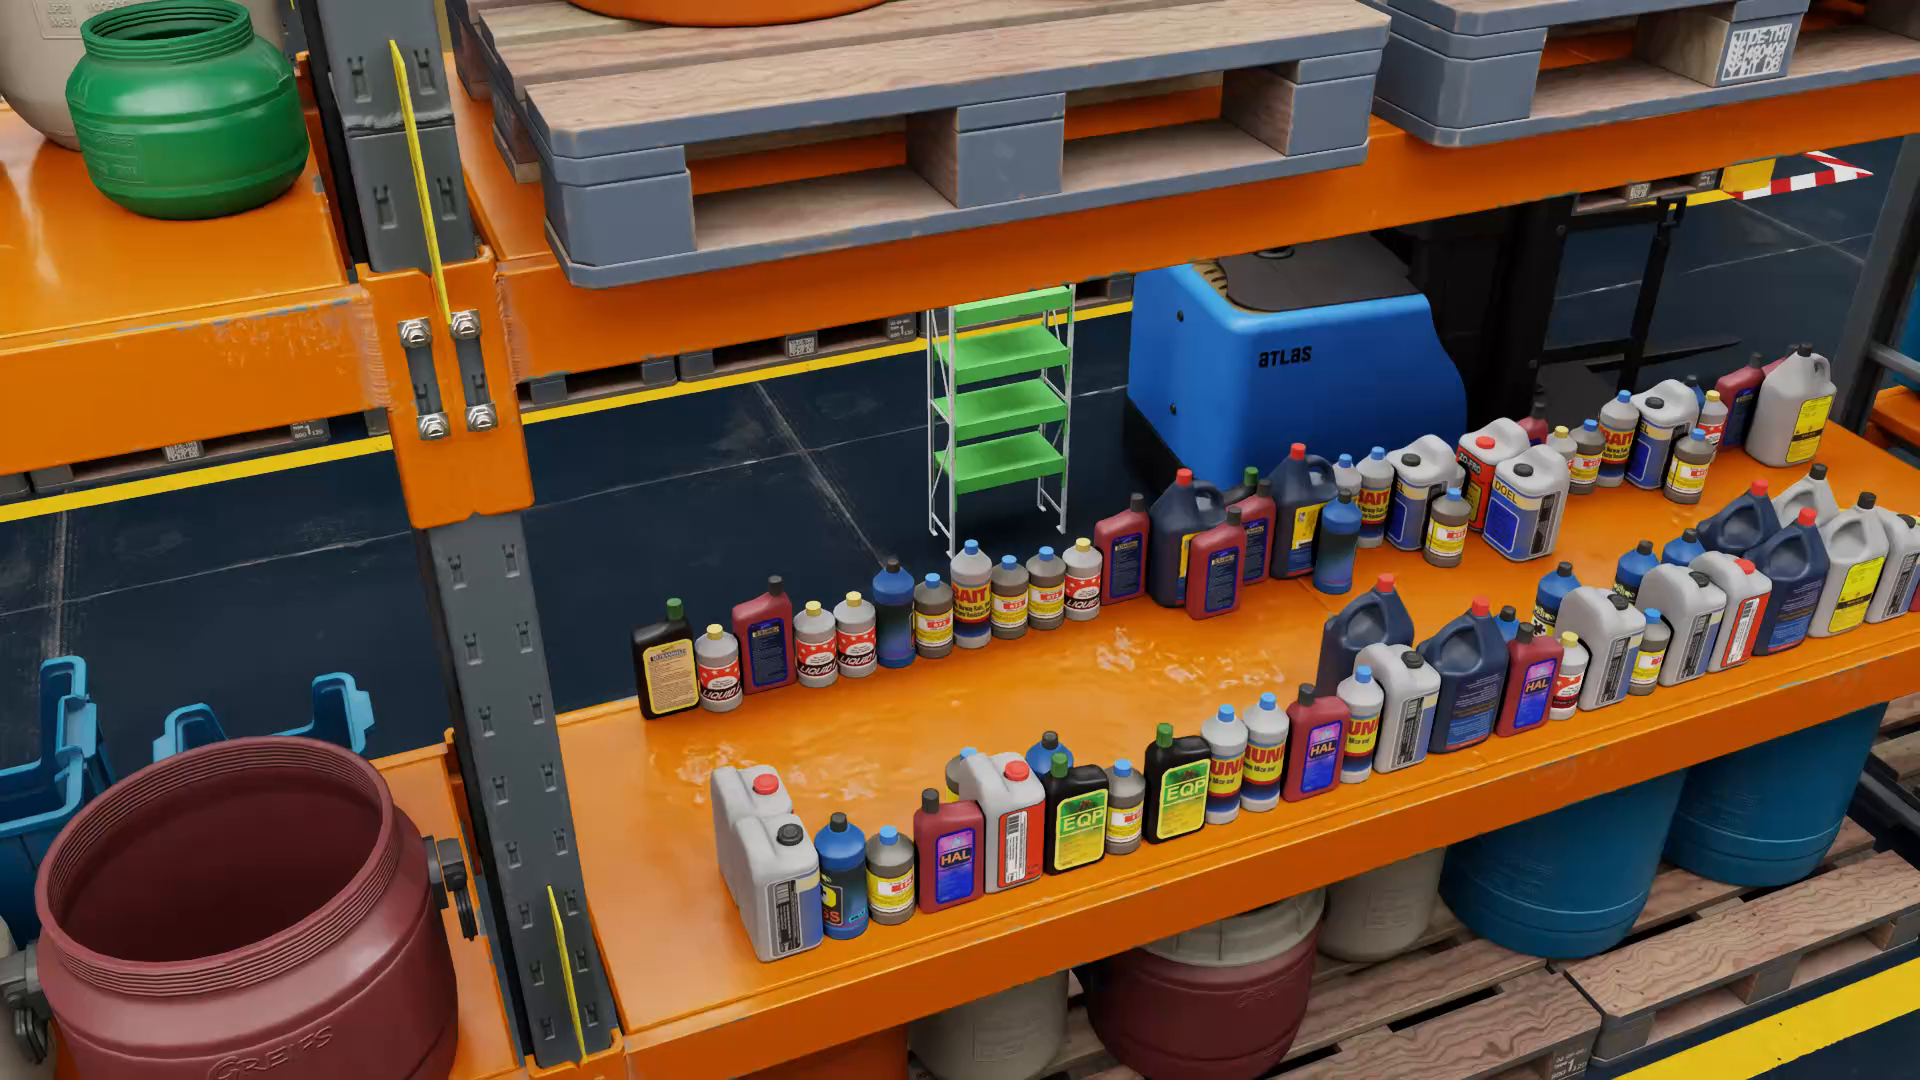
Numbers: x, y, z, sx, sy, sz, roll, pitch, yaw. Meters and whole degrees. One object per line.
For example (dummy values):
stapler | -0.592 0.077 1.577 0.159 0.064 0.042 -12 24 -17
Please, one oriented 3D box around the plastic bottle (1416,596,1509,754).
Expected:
plastic bottle | 1.085 0.280 3.614 0.185 0.351 0.144 -13 35 -19

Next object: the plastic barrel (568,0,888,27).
plastic barrel | -0.342 -1.219 2.343 0.708 0.830 0.600 -13 35 -19

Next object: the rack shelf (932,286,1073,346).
rack shelf | 0.153 -0.887 6.250 0.480 0.148 0.258 -13 35 -19

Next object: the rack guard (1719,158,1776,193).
rack guard | 4.525 -2.604 10.293 0.348 0.500 1.175 -13 35 -19

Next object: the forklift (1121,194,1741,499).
forklift | 2.280 -1.595 6.514 3.031 2.935 1.130 -9 34 -14

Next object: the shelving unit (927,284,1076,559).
shelving unit | 0.153 -0.538 6.476 0.503 1.200 0.258 -13 35 -19

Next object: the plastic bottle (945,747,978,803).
plastic bottle | 0.019 0.511 3.396 0.097 0.201 0.097 0 33 0

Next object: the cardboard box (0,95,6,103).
cardboard box | -3.680 -1.850 6.924 0.500 0.311 0.500 -13 35 -19

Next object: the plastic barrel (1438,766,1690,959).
plastic barrel | 1.660 0.628 4.574 0.708 0.901 0.600 -13 35 -19

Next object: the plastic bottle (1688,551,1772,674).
plastic bottle | 1.781 0.150 3.883 0.135 0.276 0.152 -13 35 -19

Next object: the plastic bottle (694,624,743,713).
plastic bottle | -0.545 0.281 3.750 0.097 0.201 0.097 0 33 0

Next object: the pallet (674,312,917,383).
pallet | -0.955 -1.204 8.407 1.213 0.211 1.003 -13 35 -19

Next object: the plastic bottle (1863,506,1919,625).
plastic bottle | 2.246 0.043 4.047 0.135 0.276 0.152 -13 35 -19

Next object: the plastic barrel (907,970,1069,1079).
plastic barrel | 0.064 1.104 4.199 0.421 0.512 0.421 0 33 0

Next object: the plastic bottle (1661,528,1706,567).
plastic bottle | 1.716 0.093 3.975 0.097 0.271 0.097 0 33 0

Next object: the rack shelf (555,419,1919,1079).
rack shelf | 0.977 0.392 4.056 4.000 0.370 1.077 -13 35 -19

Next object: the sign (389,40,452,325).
sign | -0.647 -0.425 1.999 0.005 0.325 0.100 -13 35 -19

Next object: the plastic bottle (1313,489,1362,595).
plastic bottle | 0.938 -0.003 4.122 0.097 0.271 0.097 0 33 0

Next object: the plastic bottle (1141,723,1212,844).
plastic bottle | 0.438 0.481 3.367 0.133 0.283 0.061 -13 35 -19

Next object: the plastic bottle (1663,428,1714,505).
plastic bottle | 1.975 -0.206 4.498 0.097 0.201 0.097 0 33 0

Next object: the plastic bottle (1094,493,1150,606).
plastic bottle | 0.395 0.021 4.075 0.133 0.283 0.061 -13 35 -19

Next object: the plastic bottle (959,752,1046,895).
plastic bottle | 0.084 0.539 3.286 0.135 0.276 0.152 -13 35 -19

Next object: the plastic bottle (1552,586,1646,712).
plastic bottle | 1.443 0.227 3.764 0.135 0.276 0.152 -13 35 -19

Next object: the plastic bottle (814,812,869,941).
plastic bottle | -0.225 0.627 3.153 0.097 0.271 0.097 0 33 0

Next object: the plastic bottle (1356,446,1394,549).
plastic bottle | 1.062 -0.116 4.296 0.097 0.271 0.097 0 33 0

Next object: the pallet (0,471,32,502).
pallet | -4.678 -0.400 7.171 1.213 0.211 1.003 -13 35 -19

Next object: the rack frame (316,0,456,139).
rack frame | -0.867 -2.002 1.575 0.127 3.000 1.000 -13 35 -19

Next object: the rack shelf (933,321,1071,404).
rack shelf | 0.153 -0.685 6.380 0.480 0.148 0.258 -13 35 -19

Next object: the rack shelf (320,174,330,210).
rack shelf | -4.625 -1.255 6.588 4.000 0.370 1.077 -13 35 -19

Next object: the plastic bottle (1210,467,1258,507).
plastic bottle | 0.688 -0.046 4.178 0.133 0.283 0.061 -13 35 -19

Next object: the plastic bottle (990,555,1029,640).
plastic bottle | 0.116 0.130 3.982 0.097 0.201 0.097 0 33 0

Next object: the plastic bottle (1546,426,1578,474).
plastic bottle | 1.613 -0.213 4.509 0.097 0.201 0.097 0 33 0

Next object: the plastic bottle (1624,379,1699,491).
plastic bottle | 1.910 -0.296 4.568 0.135 0.276 0.152 -13 35 -19

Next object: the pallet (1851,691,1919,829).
pallet | 3.484 0.663 5.538 1.213 0.211 1.003 -13 35 -19

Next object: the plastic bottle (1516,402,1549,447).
plastic bottle | 1.499 -0.232 4.463 0.133 0.283 0.061 -13 35 -19

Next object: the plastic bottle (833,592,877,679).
plastic bottle | -0.243 0.212 3.856 0.097 0.201 0.097 0 33 0

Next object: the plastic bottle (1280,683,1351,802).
plastic bottle | 0.740 0.412 3.473 0.133 0.283 0.061 -13 35 -19

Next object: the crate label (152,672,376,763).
crate label | -1.400 0.484 3.410 0.416 0.233 0.303 -13 35 -19

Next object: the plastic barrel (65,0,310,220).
plastic barrel | -1.075 -0.601 2.316 0.294 0.245 0.294 0 33 0

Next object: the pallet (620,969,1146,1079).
pallet | -0.156 1.494 4.260 1.213 0.211 1.003 -13 35 -19

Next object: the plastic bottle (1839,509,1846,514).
plastic bottle | 2.181 0.016 4.157 0.097 0.201 0.097 0 33 0

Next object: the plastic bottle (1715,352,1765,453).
plastic bottle | 2.195 -0.392 4.708 0.133 0.283 0.061 -13 35 -19

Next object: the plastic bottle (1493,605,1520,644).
plastic bottle | 1.201 0.265 3.710 0.097 0.271 0.097 0 33 0
